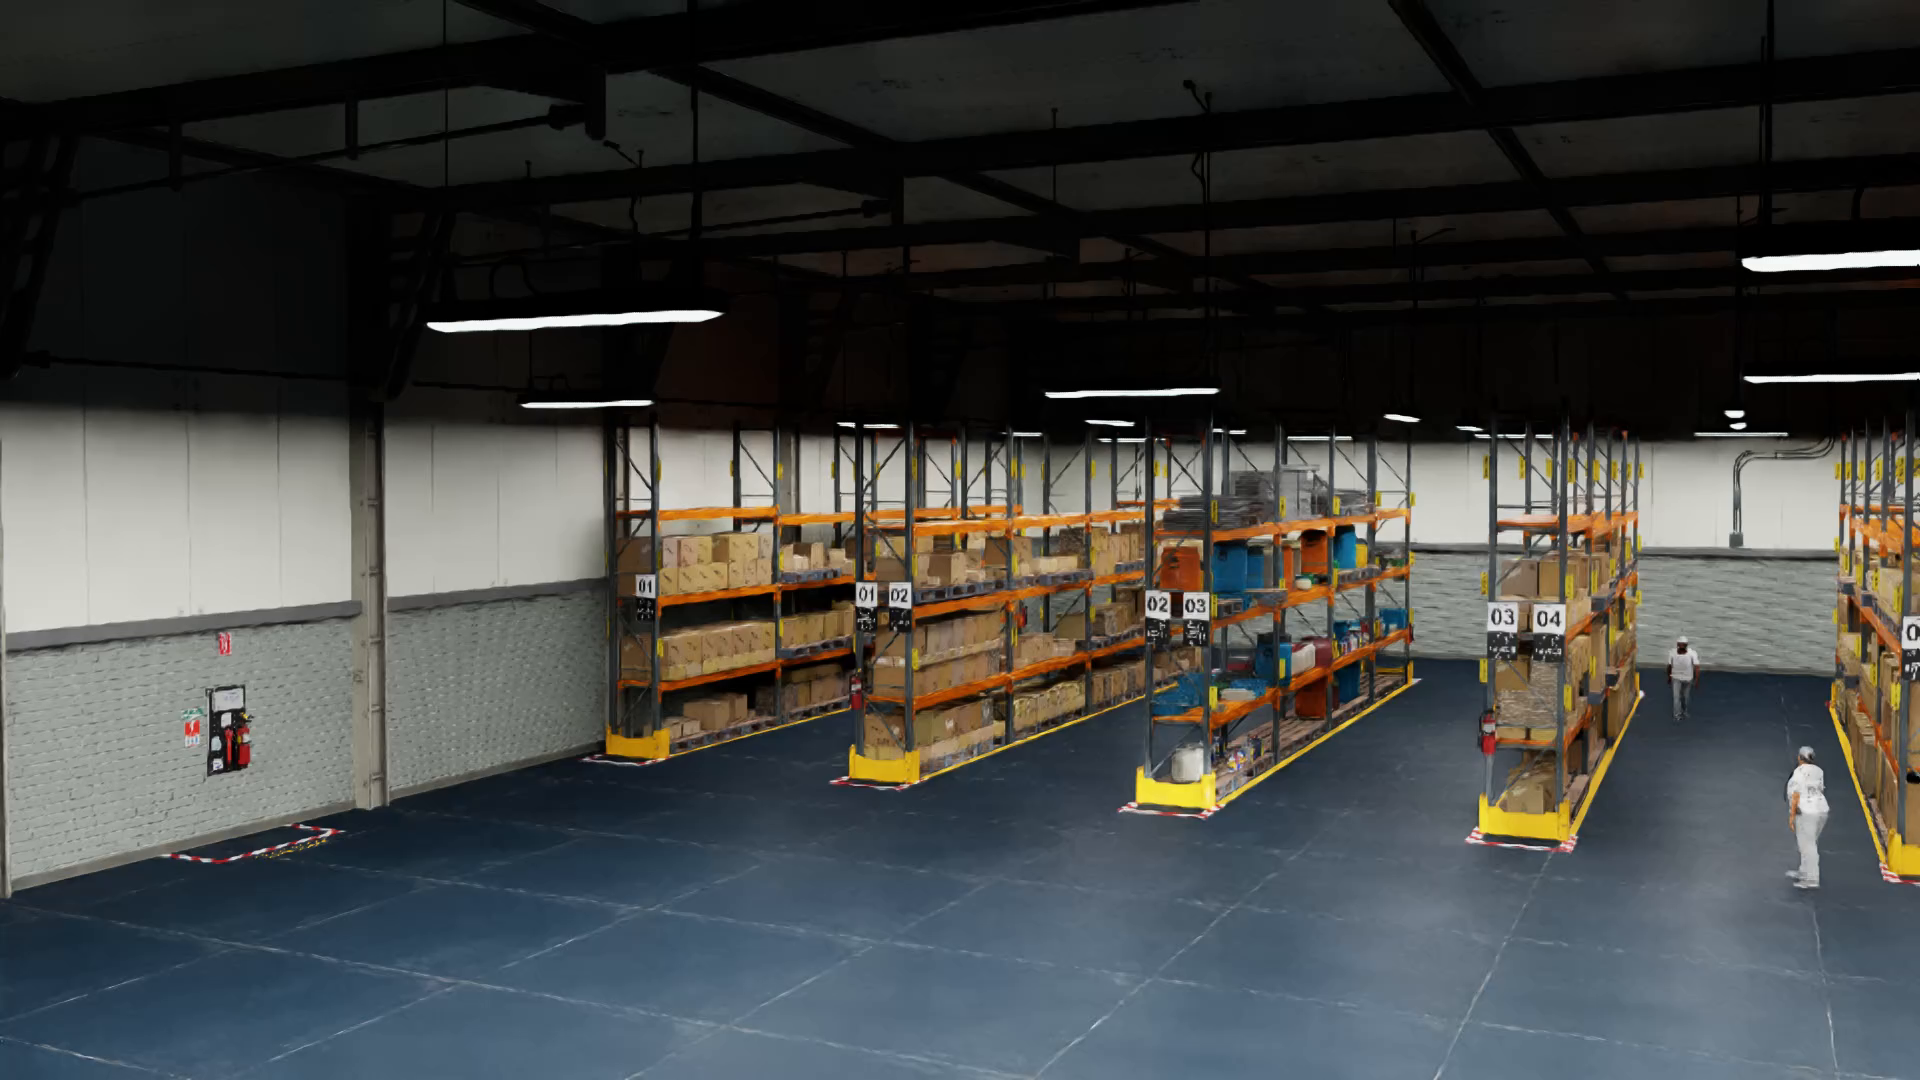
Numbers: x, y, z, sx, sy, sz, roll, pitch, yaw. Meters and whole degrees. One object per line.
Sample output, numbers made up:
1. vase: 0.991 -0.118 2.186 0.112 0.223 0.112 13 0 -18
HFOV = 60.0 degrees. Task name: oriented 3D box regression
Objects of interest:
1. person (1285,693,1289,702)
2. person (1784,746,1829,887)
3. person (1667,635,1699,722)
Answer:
1. person: 6.904 2.674 35.811 0.492 1.690 0.513 2 3 37
2. person: 10.201 3.313 20.091 0.598 1.659 0.556 -2 3 -33
3. person: 14.412 2.752 33.141 0.591 1.716 1.042 1 3 24
